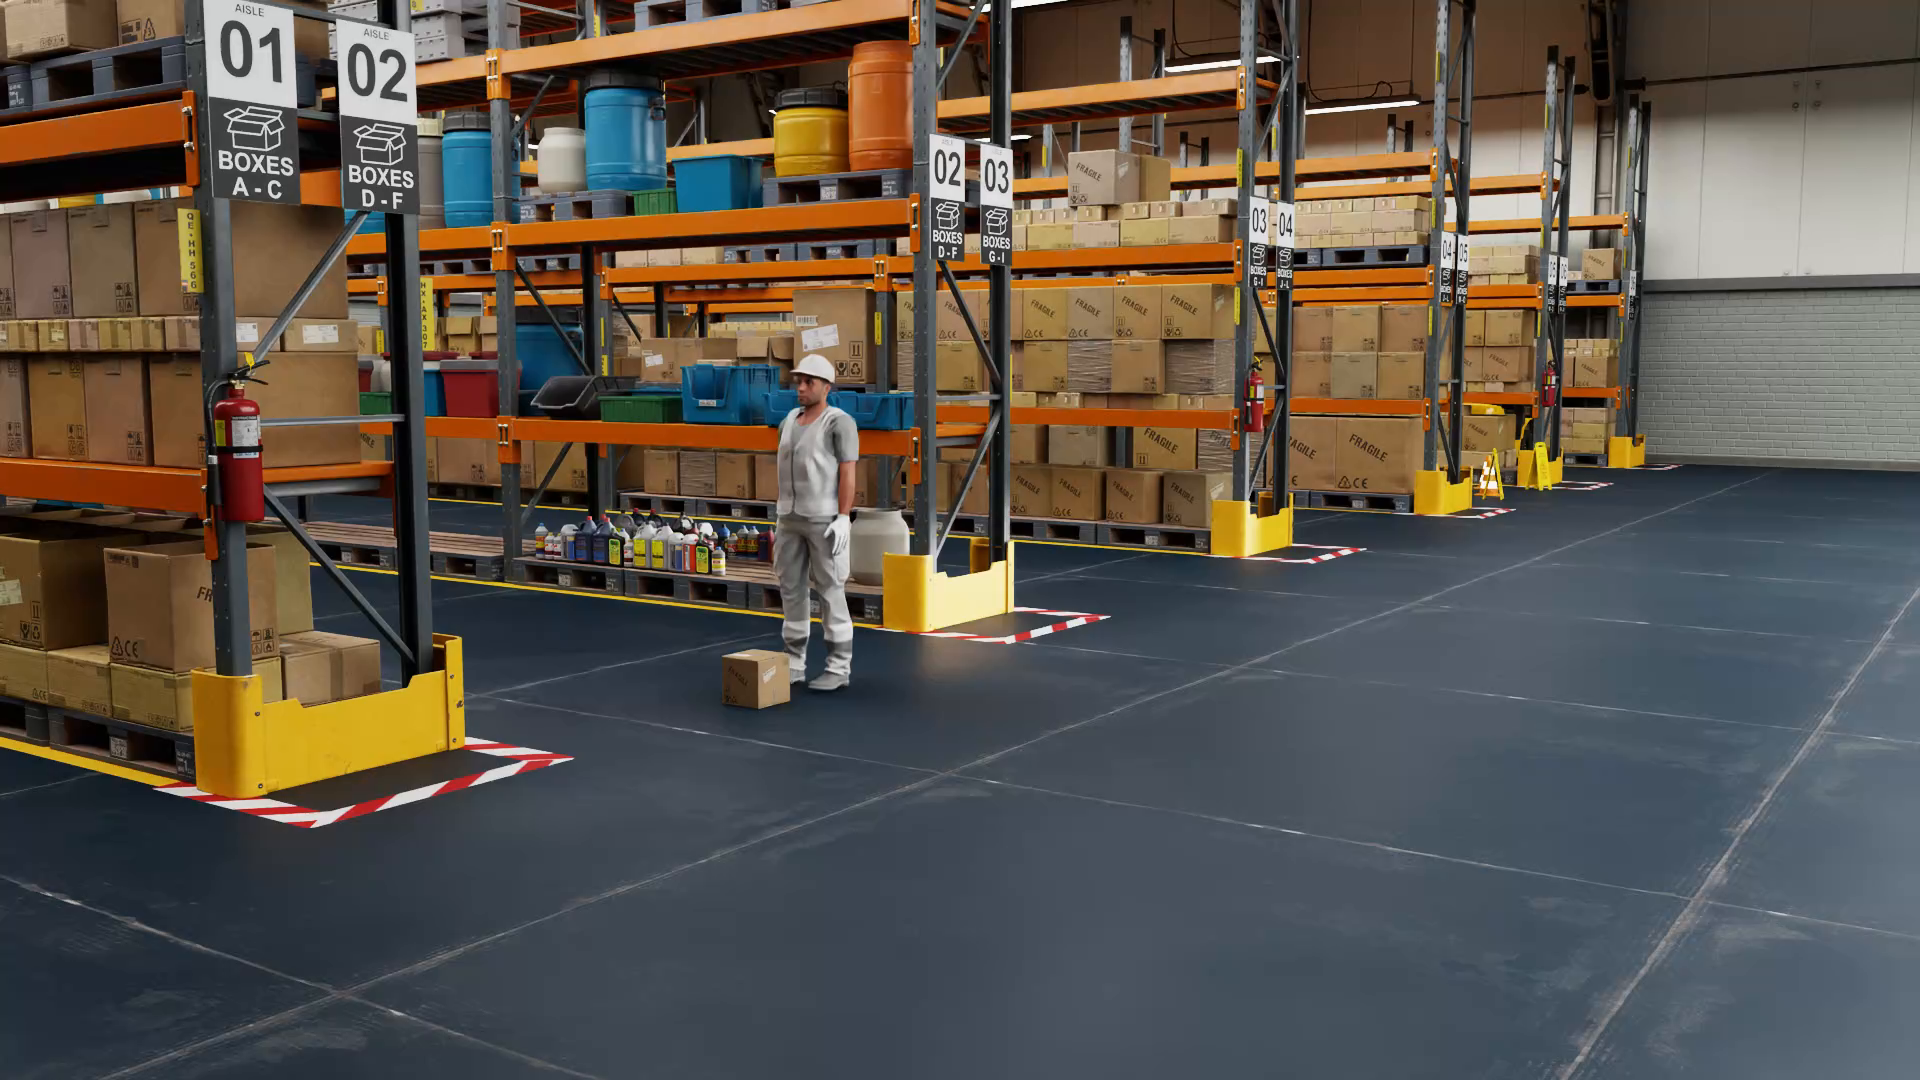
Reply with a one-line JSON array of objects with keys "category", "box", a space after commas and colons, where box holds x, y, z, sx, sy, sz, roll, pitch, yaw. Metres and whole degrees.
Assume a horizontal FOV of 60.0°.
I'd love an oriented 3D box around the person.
[{"category": "person", "box": [-0.791, -0.089, 8.922, 0.524, 1.788, 0.349, 4, 8, 35]}]
